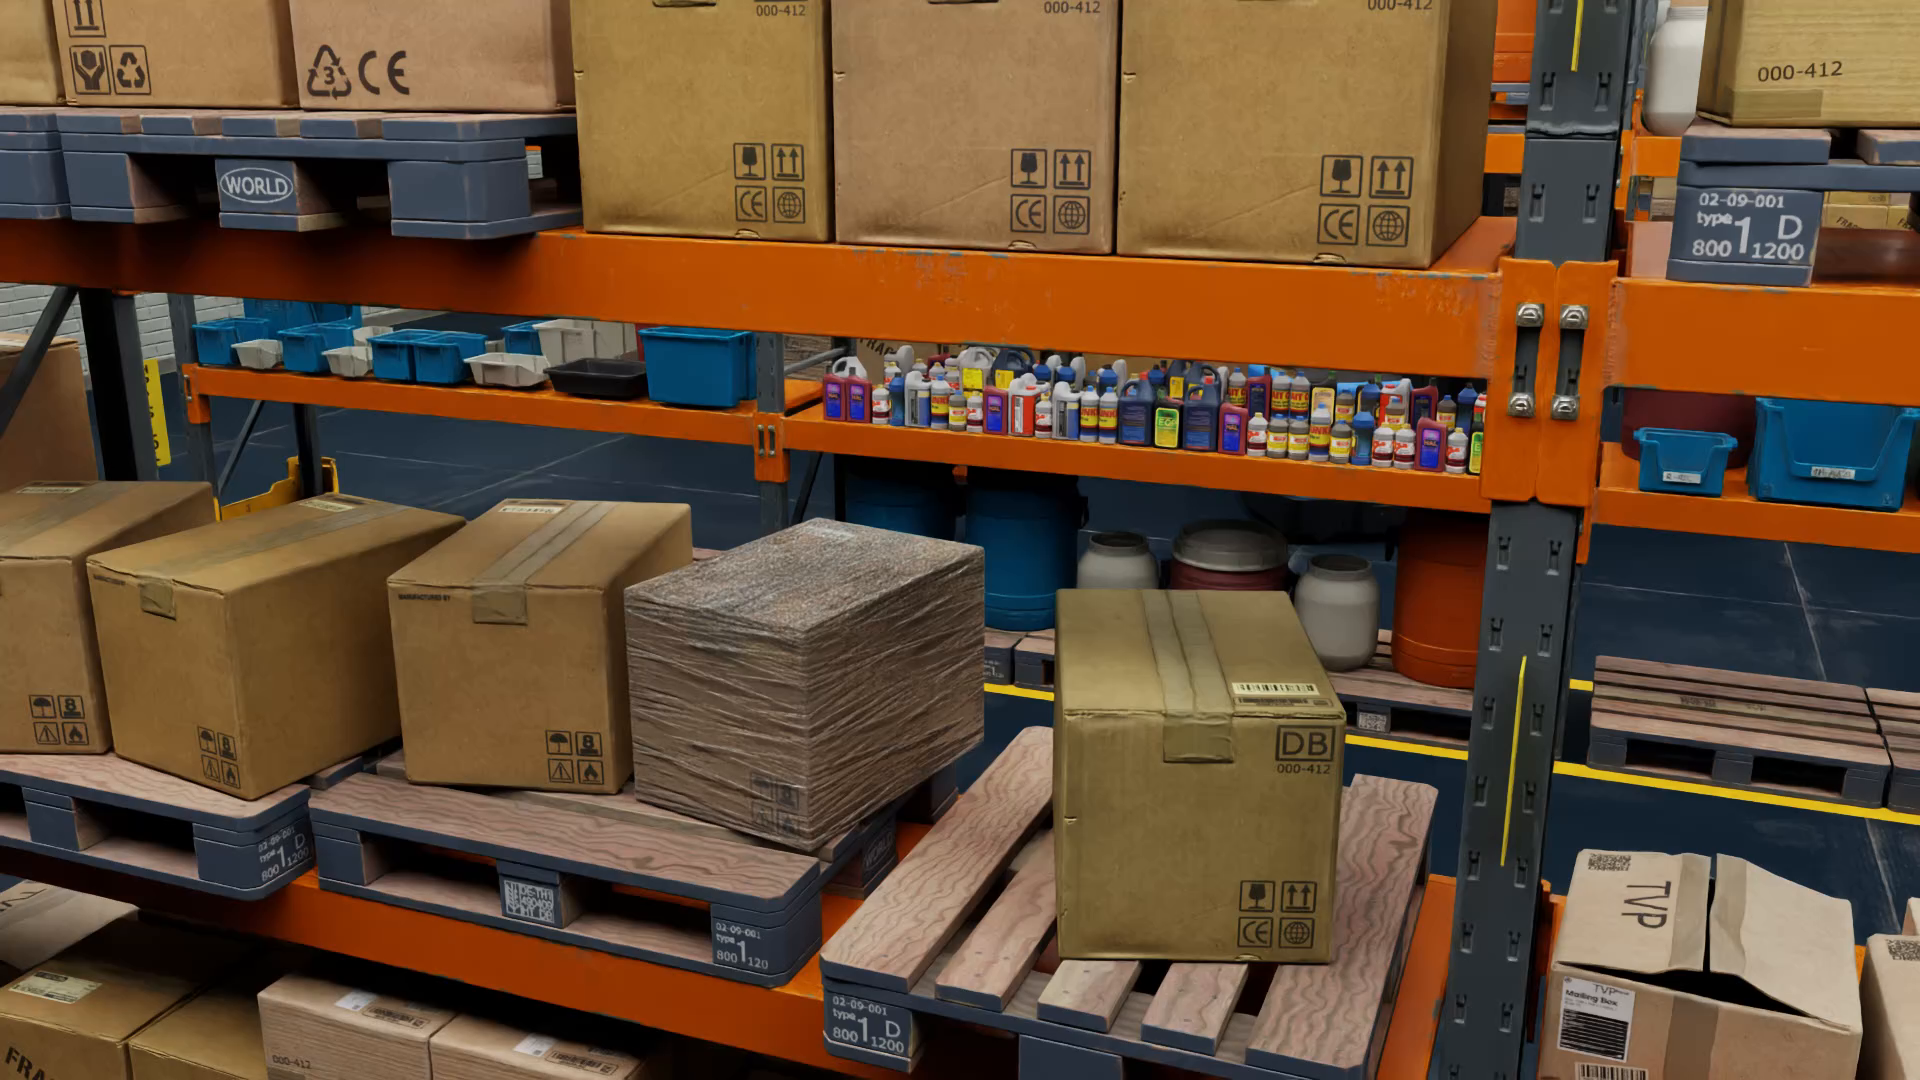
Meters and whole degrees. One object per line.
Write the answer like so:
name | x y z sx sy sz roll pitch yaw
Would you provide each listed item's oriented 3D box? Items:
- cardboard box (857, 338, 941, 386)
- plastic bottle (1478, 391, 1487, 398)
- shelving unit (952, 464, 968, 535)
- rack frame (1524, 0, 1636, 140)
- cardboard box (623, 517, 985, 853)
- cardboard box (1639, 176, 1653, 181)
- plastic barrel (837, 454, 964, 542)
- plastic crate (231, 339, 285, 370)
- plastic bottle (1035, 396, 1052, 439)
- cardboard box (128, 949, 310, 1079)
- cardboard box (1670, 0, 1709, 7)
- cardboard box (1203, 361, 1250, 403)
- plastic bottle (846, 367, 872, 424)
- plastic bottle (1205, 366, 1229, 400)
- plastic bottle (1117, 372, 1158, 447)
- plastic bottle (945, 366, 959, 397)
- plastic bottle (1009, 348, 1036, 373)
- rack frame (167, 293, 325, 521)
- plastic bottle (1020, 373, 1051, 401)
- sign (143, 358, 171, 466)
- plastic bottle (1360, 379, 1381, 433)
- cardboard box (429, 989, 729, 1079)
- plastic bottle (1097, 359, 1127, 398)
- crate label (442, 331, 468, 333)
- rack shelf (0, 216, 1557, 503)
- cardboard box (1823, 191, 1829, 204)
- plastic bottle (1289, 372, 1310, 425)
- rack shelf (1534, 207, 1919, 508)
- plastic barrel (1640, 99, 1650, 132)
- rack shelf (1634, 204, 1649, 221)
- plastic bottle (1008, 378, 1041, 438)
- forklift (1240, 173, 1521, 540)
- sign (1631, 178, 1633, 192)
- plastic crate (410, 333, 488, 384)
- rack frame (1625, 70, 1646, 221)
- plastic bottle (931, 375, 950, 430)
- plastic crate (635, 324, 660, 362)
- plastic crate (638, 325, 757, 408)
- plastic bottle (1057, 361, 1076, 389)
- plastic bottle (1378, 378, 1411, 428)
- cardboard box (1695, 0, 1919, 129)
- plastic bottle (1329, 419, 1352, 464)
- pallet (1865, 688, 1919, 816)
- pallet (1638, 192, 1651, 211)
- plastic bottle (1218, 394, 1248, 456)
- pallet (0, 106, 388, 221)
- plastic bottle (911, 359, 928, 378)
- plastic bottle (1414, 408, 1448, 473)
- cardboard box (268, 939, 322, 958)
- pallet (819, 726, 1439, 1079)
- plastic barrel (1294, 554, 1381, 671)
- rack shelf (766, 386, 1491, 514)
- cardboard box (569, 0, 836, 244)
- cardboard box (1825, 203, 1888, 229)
cardboard box | -0.433 -1.612 14.403 0.875 0.875 0.875 6 17 21
plastic bottle | 2.609 -0.625 8.168 0.135 0.276 0.152 6 17 21
shelving unit | 0.013 -0.575 11.001 0.189 1.200 0.258 6 17 21
rack frame | 1.072 -2.153 2.449 0.127 3.000 1.000 6 17 21
cardboard box | -0.336 0.300 3.827 0.500 0.500 0.700 10 19 31
cardboard box | 8.680 -4.698 20.508 0.500 0.500 0.500 6 17 19
plastic barrel | -0.329 -0.099 9.146 0.708 0.901 0.600 6 17 21
plastic crate | -4.173 -1.112 9.989 0.298 0.136 0.250 6 17 21
plastic bottle | 0.421 -0.610 8.252 0.097 0.201 0.097 0 16 0
cardboard box | -1.789 1.472 4.416 0.500 0.500 0.500 7 17 21
cardboard box | 5.053 -3.455 11.237 0.500 0.500 0.500 6 17 21
cardboard box | 2.423 -1.280 13.260 0.875 0.875 1.225 6 17 19
plastic bottle | -0.520 -0.748 8.578 0.133 0.283 0.061 6 17 21
plastic bottle | 1.318 -0.767 8.657 0.135 0.276 0.152 6 17 21
plastic bottle | 0.868 -0.640 8.086 0.185 0.351 0.144 6 17 21
plastic bottle | -0.032 -0.842 9.050 0.097 0.201 0.097 0 16 0
plastic bottle | 0.319 -0.914 9.029 0.185 0.351 0.144 6 17 21
rack frame | -4.550 -1.375 10.528 0.127 3.000 1.000 6 17 21
plastic bottle | 0.379 -0.704 8.442 0.135 0.276 0.152 6 17 21
sign | -2.449 -0.382 5.031 0.005 0.325 0.100 6 17 21
plastic bottle | 2.058 -0.673 8.343 0.097 0.271 0.097 0 16 0
cardboard box | -0.892 1.214 3.961 0.500 0.250 0.500 6 17 20
plastic bottle | 0.807 -0.823 8.851 0.135 0.276 0.152 6 17 21
crate label | -3.192 -1.185 10.240 0.243 0.136 0.396 6 17 21
rack shelf | -0.789 -0.572 3.672 4.000 0.370 1.077 6 17 21
cardboard box | 7.987 -3.493 15.854 0.500 0.500 0.700 6 17 20
plastic bottle | 1.742 -0.726 8.525 0.097 0.271 0.097 0 16 0
rack shelf | 2.932 -0.162 2.263 4.000 0.370 1.077 6 17 21
plastic barrel | 3.141 -1.910 7.272 0.294 0.245 0.294 0 16 0
rack shelf | 10.207 -3.861 20.383 4.000 0.370 1.077 6 17 21
plastic bottle | 0.324 -0.665 8.307 0.135 0.276 0.152 6 17 21
forklift | 3.575 -1.584 11.372 3.031 2.935 1.130 -3 16 -10
sign | 6.433 -3.493 15.891 0.005 0.325 0.100 6 17 21
plastic crate | -2.937 -1.047 9.593 0.300 0.233 0.416 6 17 21
rack frame | 6.624 -3.117 16.530 0.127 3.000 1.000 6 17 21
plastic bottle | -0.099 -0.701 8.439 0.097 0.271 0.097 0 16 0
plastic crate | -1.567 -1.181 9.640 0.583 0.464 0.402 6 17 21
plastic crate | -1.388 -0.946 8.973 0.575 0.384 0.392 6 17 21
plastic bottle | 0.562 -0.810 8.815 0.097 0.271 0.097 0 16 0
plastic bottle | 2.178 -0.672 8.331 0.135 0.276 0.152 6 17 21
cardboard box | 1.514 -0.810 2.720 0.500 0.250 0.500 5 17 17
plastic bottle | 1.773 -0.462 7.740 0.097 0.201 0.097 0 16 0
pallet | 4.730 0.997 7.359 1.213 0.211 1.003 6 17 21
pallet | 9.048 -4.274 20.858 1.003 0.211 1.213 6 17 21
plastic bottle | 1.296 -0.548 7.890 0.133 0.283 0.061 6 17 21
pallet | -2.069 -0.947 4.011 1.003 0.211 1.213 6 17 21
plastic bottle | -0.225 -0.909 9.280 0.097 0.201 0.097 0 16 0
plastic bottle | 2.145 -0.455 7.569 0.133 0.283 0.061 6 17 21
cardboard box | -1.628 1.337 4.883 0.500 0.500 0.500 6 17 21
pallet | 0.415 0.769 3.489 1.003 0.211 1.213 6 17 21
plastic barrel | 1.873 0.357 8.274 0.421 0.512 0.421 0 16 0
rack shelf | 1.032 -0.415 8.515 4.000 0.370 1.077 6 17 21
cardboard box | -0.305 -0.902 3.340 0.500 0.500 0.910 6 17 21
cardboard box | 8.348 -2.894 15.584 0.500 0.500 0.500 6 17 20
